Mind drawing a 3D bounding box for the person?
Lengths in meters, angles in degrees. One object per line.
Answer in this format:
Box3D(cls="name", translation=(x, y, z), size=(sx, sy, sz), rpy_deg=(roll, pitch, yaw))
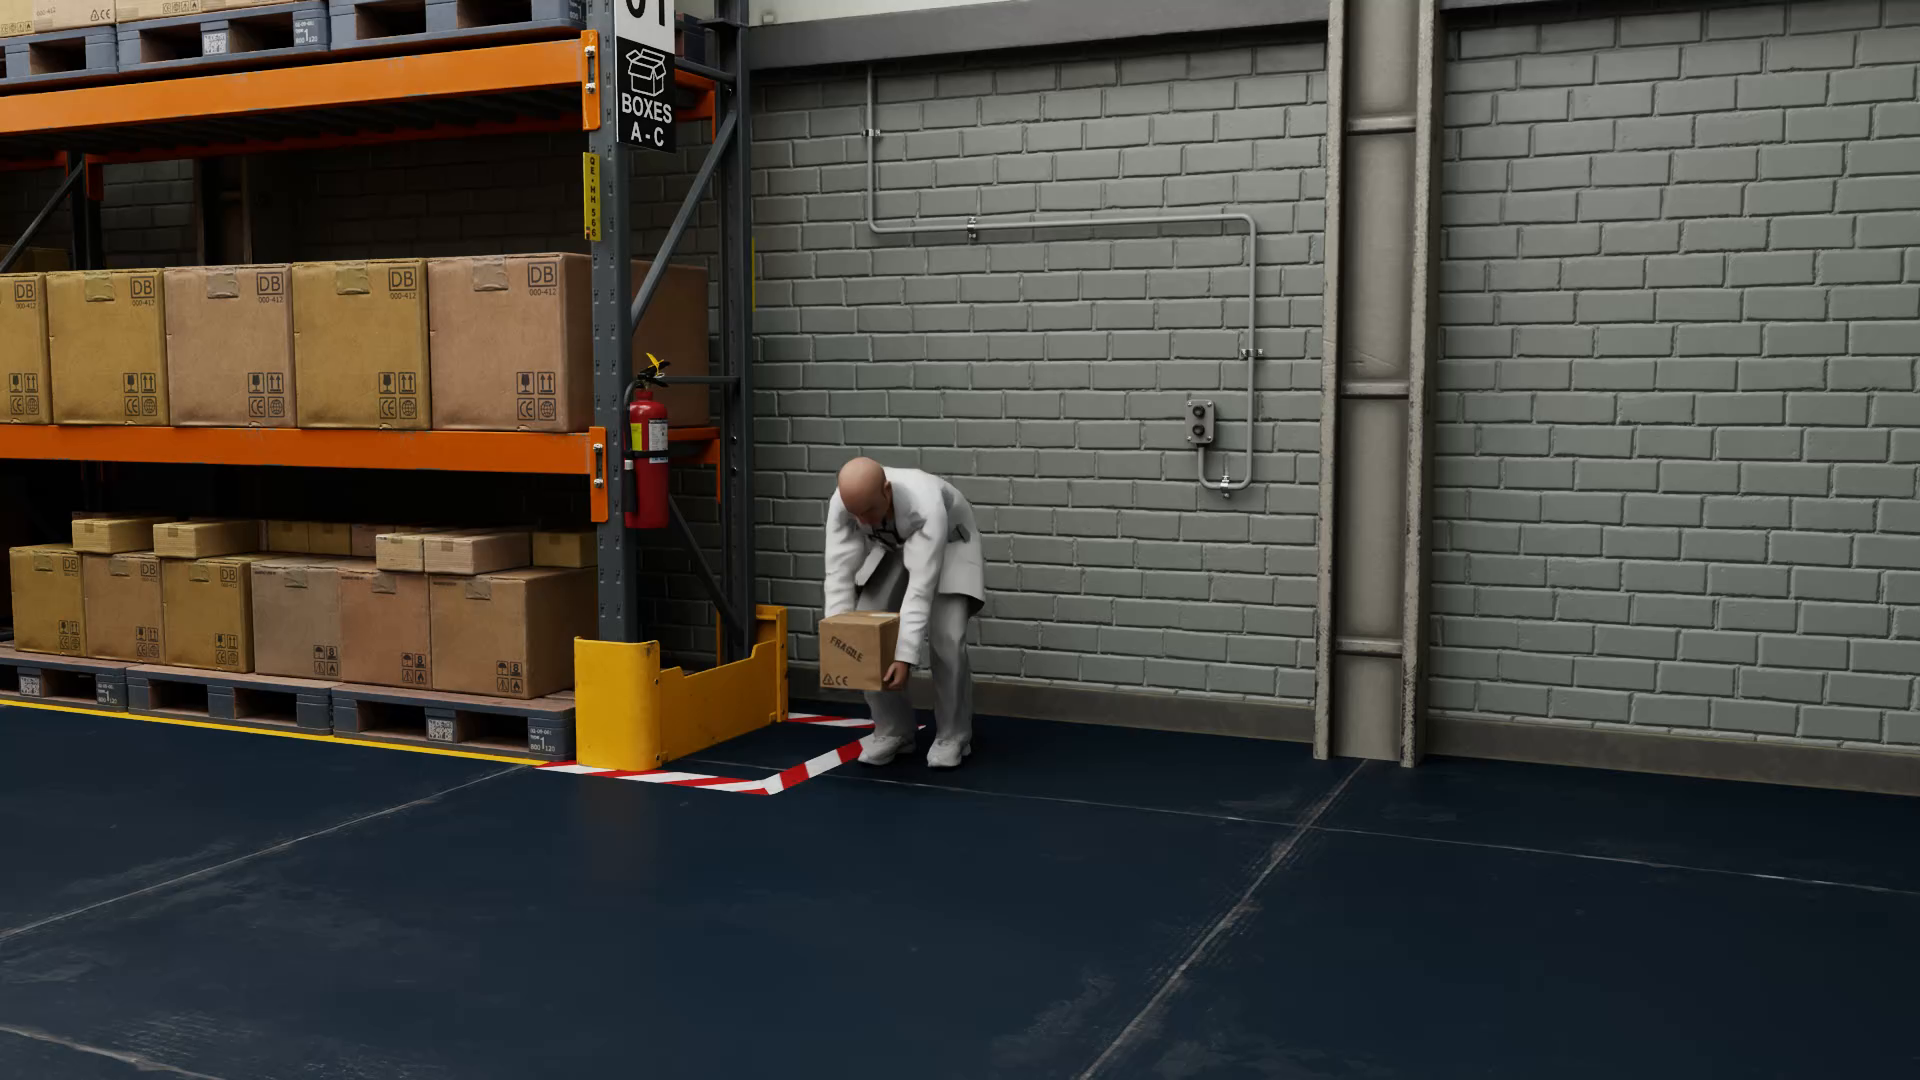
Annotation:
Box3D(cls="person", translation=(-0.244, 0.280, 6.414), size=(0.547, 1.231, 0.923), rpy_deg=(2, 6, 21))
